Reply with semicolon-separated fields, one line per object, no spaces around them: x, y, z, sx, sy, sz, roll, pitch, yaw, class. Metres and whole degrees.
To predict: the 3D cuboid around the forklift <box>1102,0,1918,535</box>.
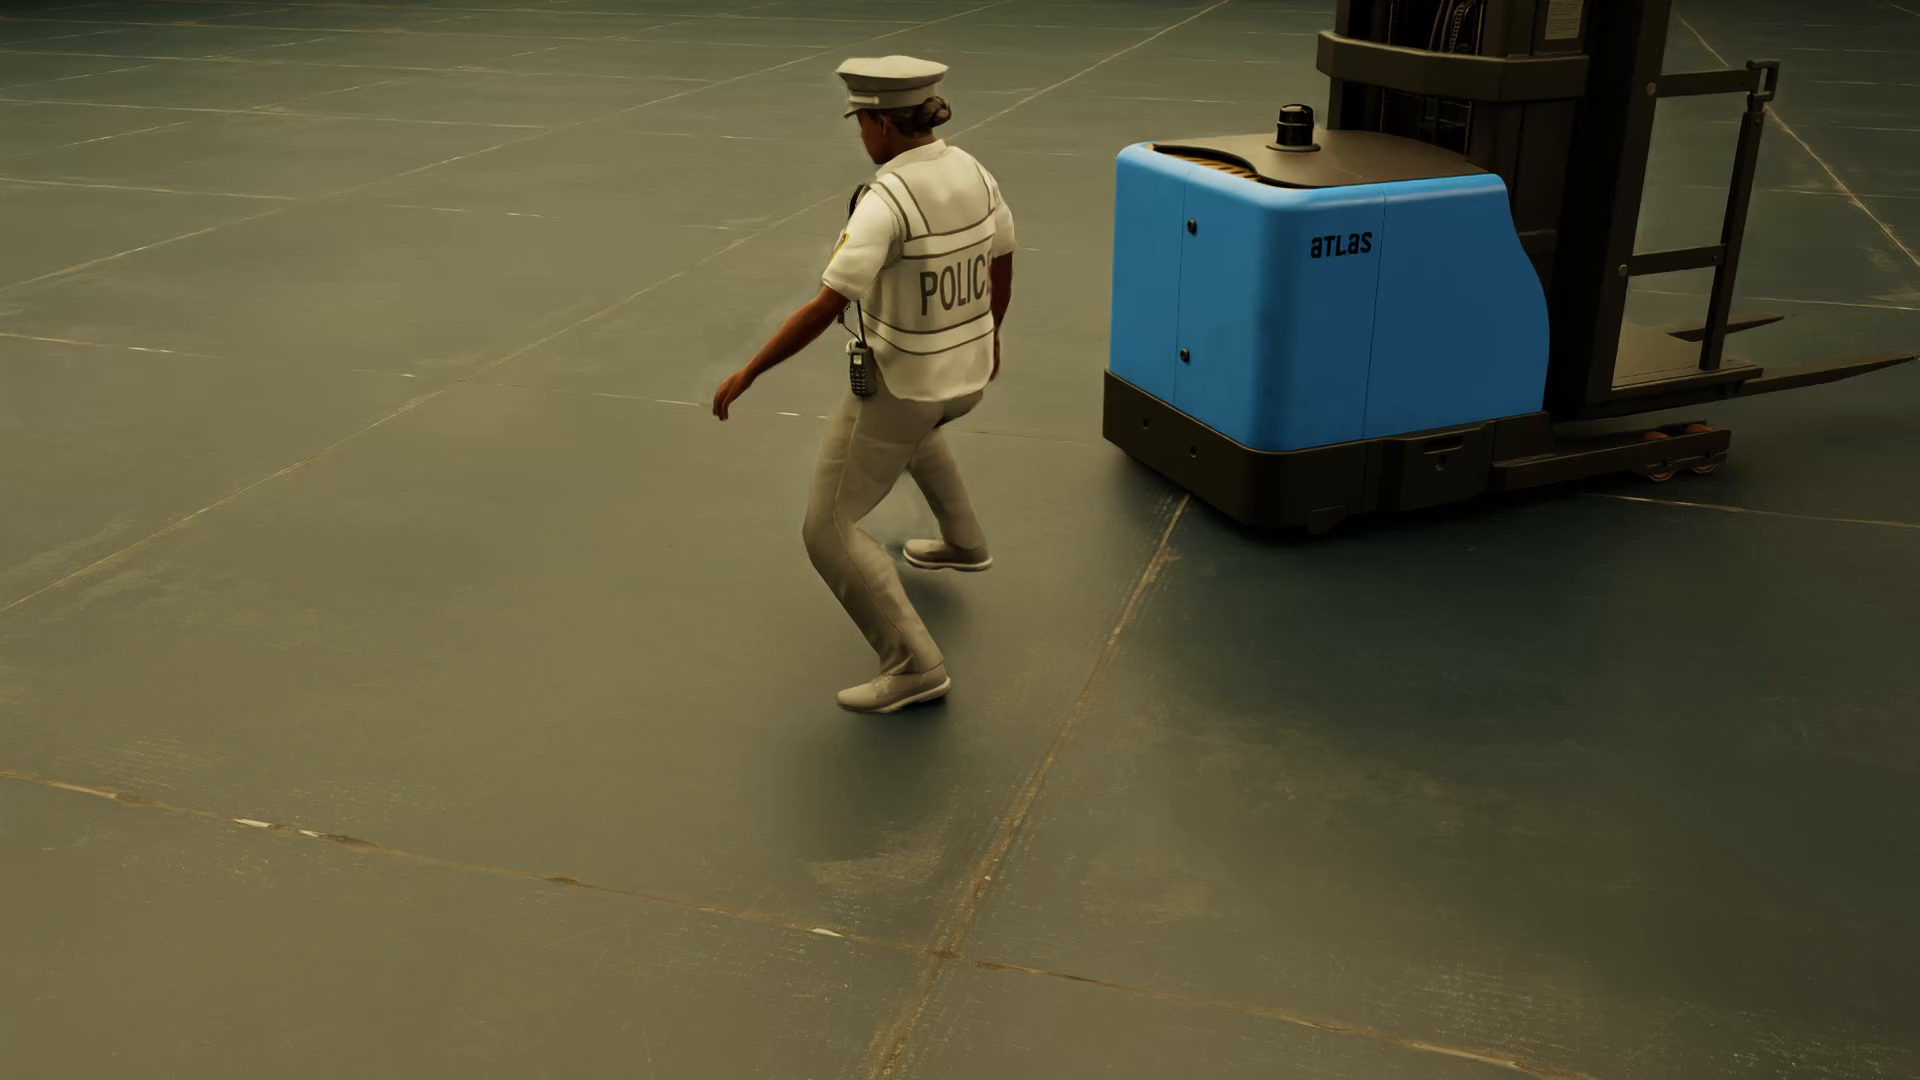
2.062;-1.725;5.457;3.031;2.935;1.130;-10;24;-22;forklift

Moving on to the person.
-0.153;-0.422;4.188;0.654;1.546;0.877;19;29;38;person
